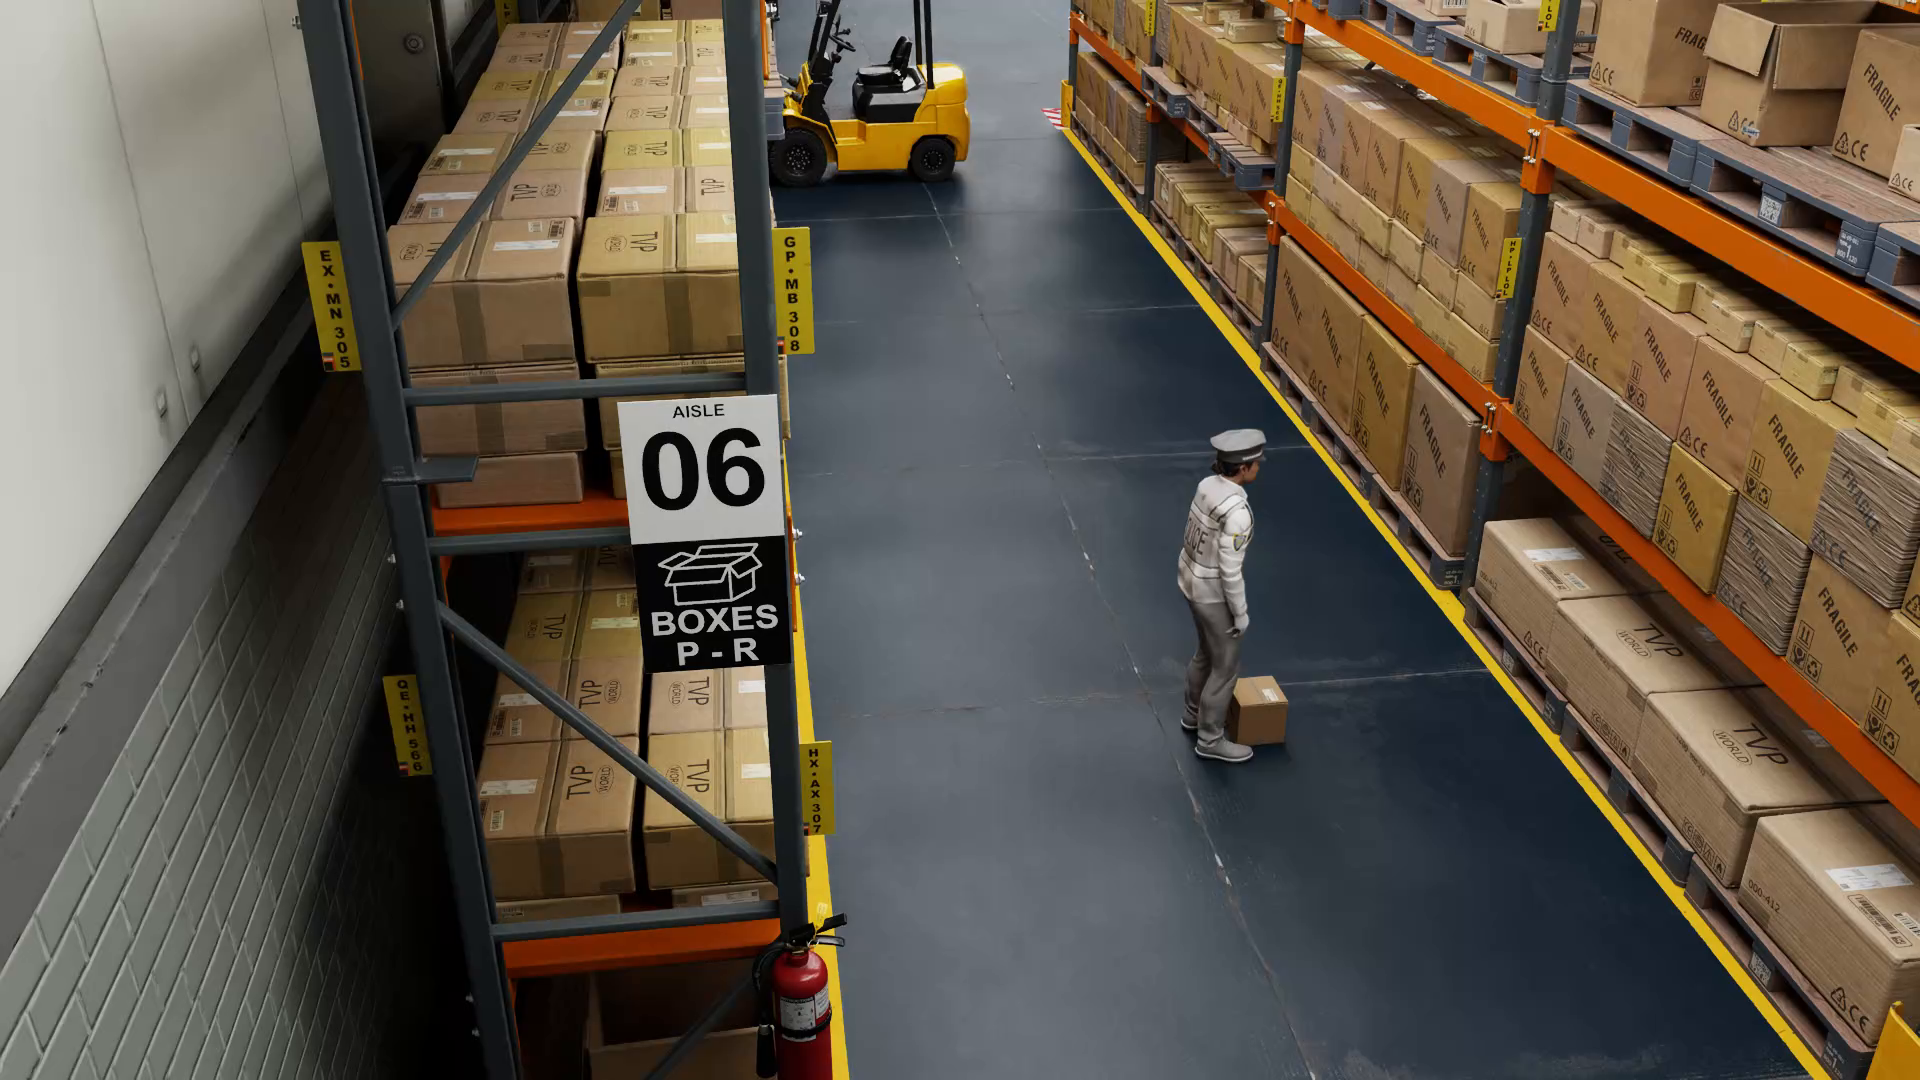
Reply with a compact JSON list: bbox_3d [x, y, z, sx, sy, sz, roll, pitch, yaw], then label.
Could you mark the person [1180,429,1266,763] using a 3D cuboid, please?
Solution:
[{"bbox_3d":[1.277,0.275,8.081,0.359,1.664,0.469,-5,28,-10],"label":"person"}]
